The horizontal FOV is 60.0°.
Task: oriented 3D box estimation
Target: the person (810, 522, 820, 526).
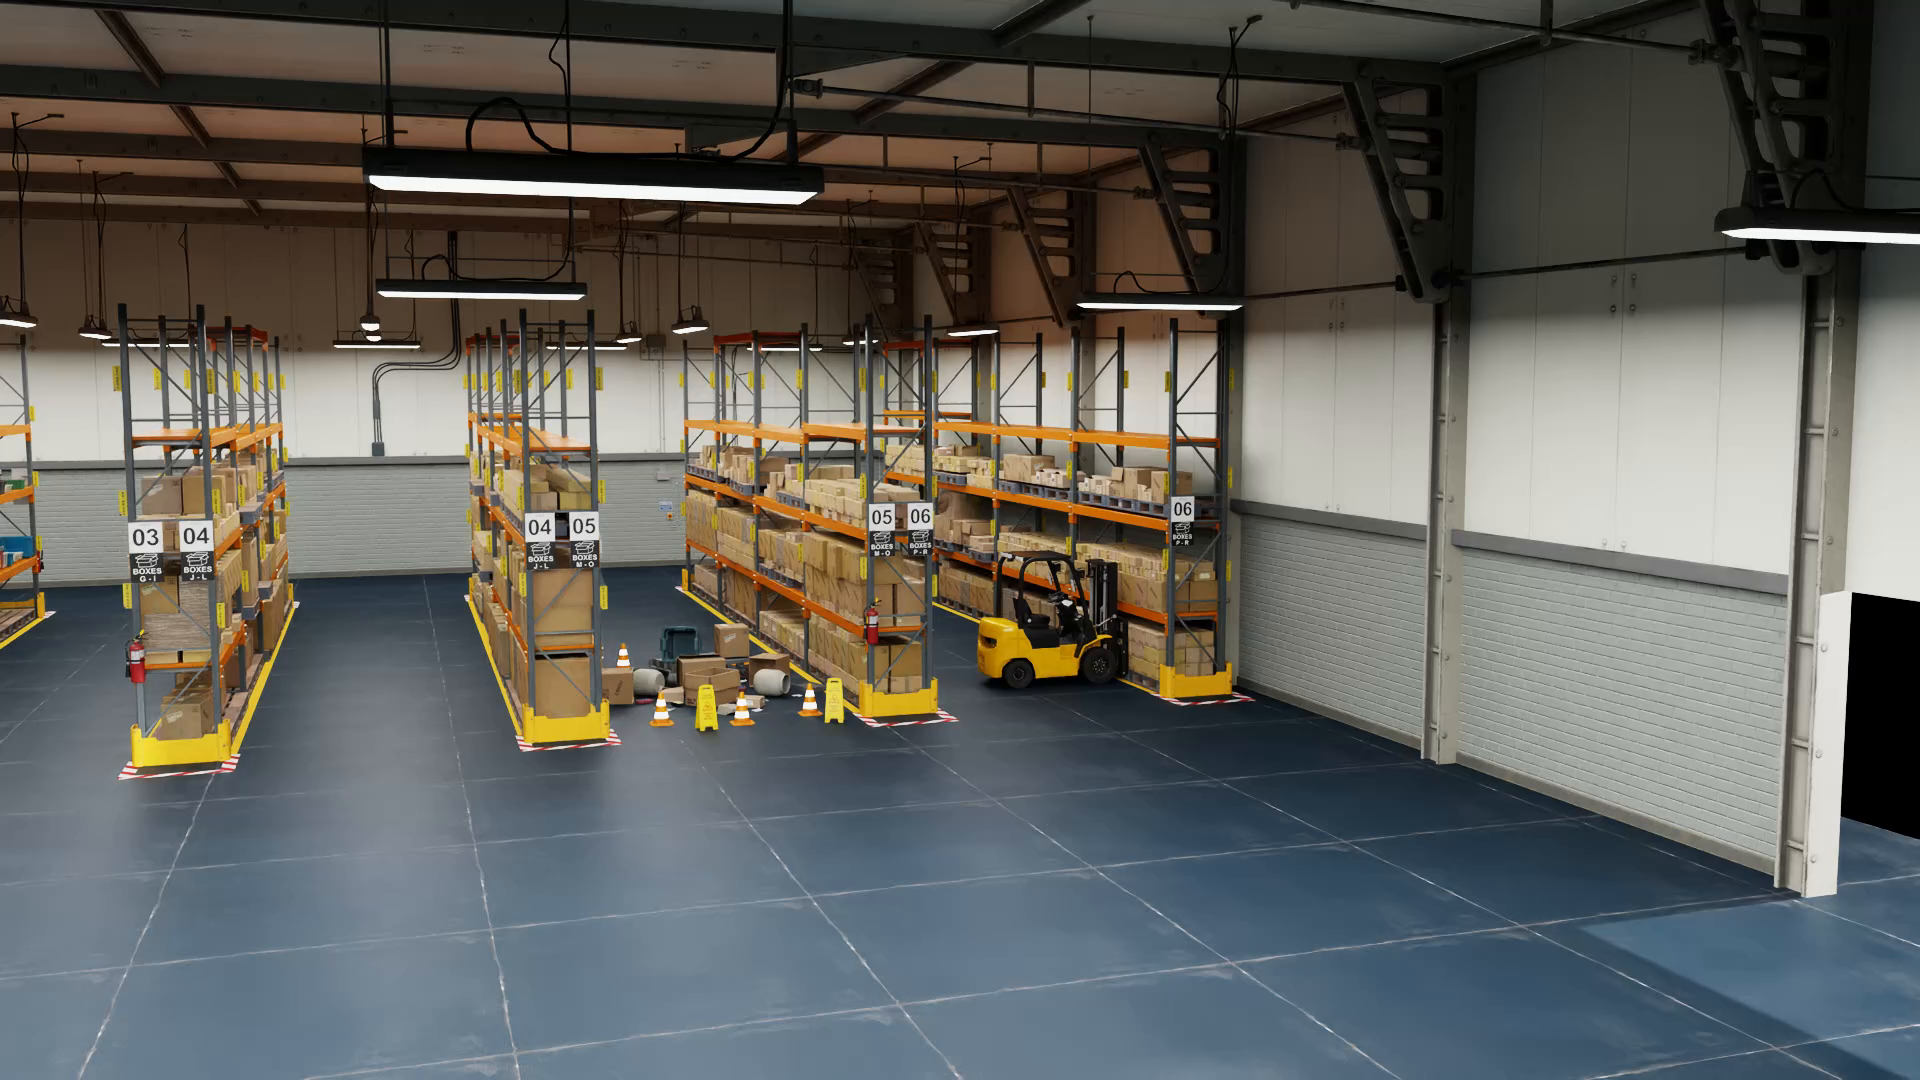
[{"bbox_3d":[-3.379,0.132,38.735,0.440,1.783,0.655,-5,8,-44],"label":"person"}]
